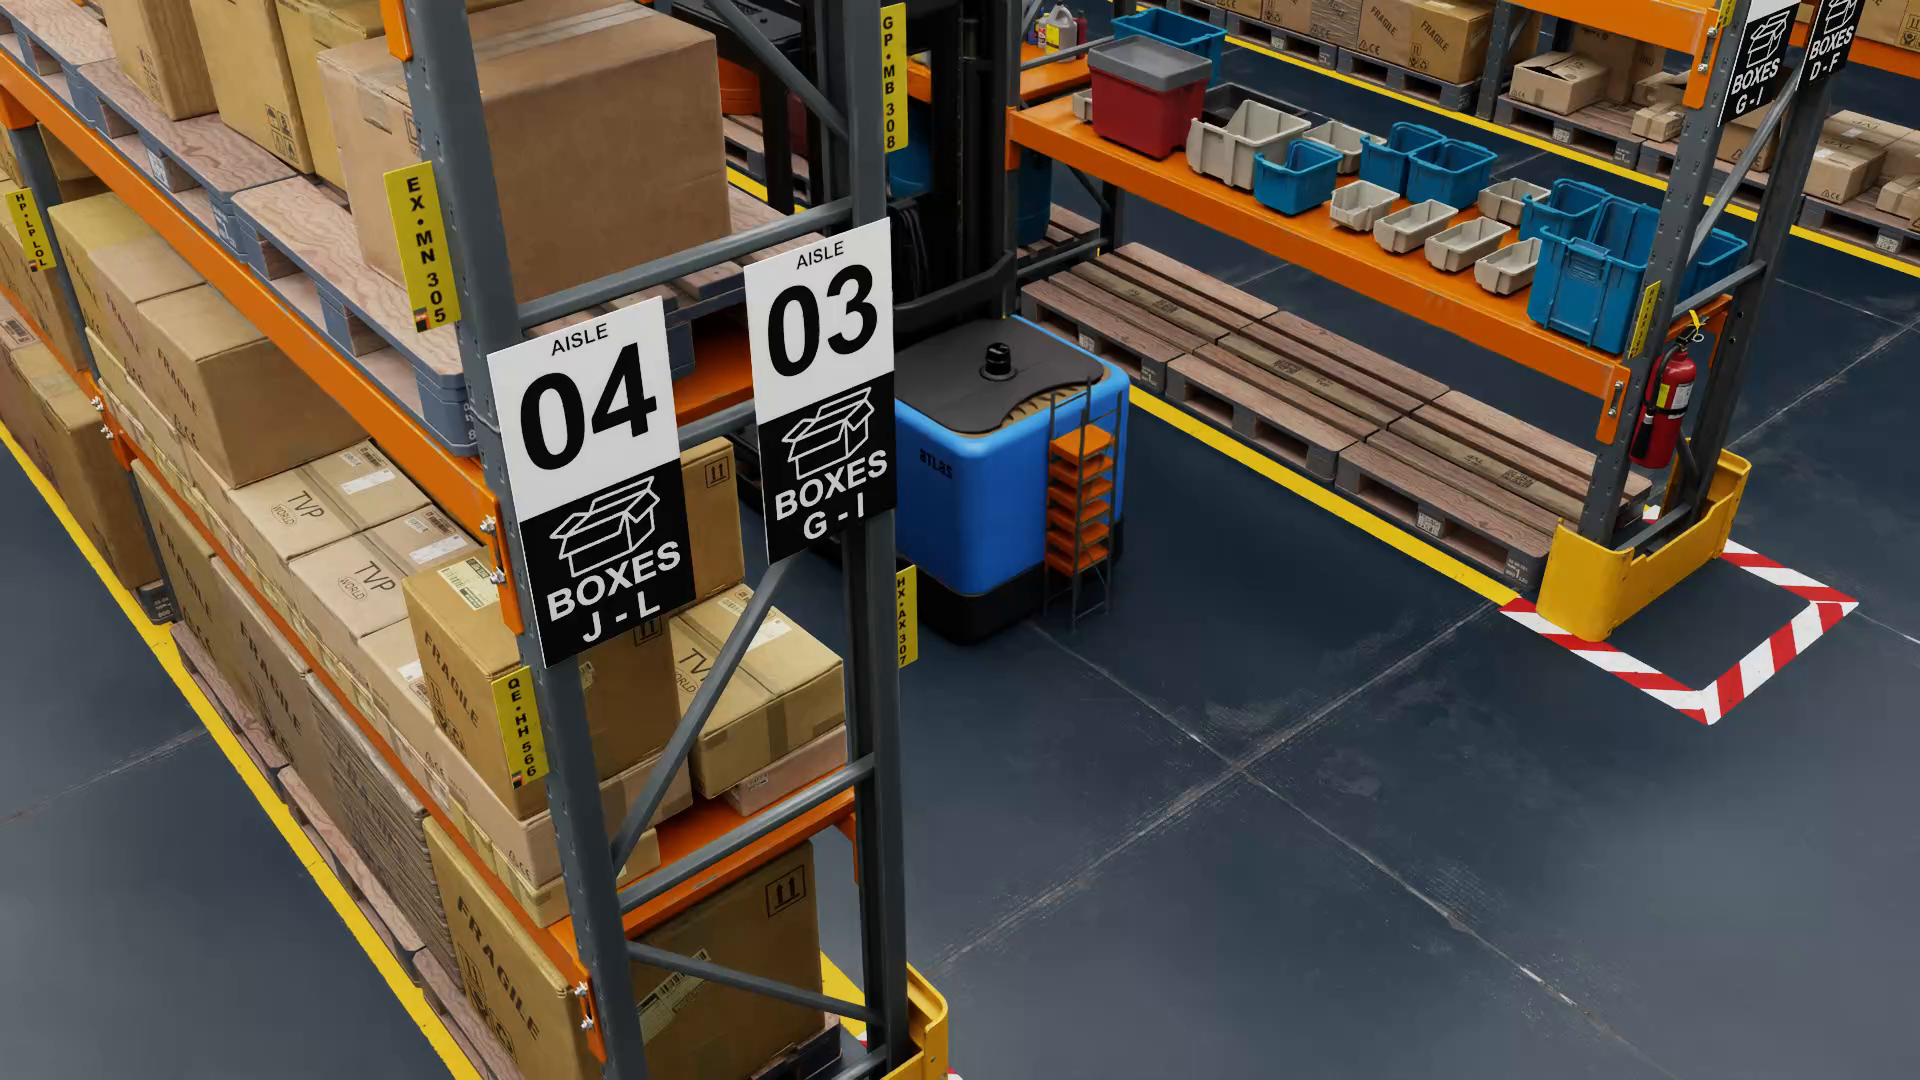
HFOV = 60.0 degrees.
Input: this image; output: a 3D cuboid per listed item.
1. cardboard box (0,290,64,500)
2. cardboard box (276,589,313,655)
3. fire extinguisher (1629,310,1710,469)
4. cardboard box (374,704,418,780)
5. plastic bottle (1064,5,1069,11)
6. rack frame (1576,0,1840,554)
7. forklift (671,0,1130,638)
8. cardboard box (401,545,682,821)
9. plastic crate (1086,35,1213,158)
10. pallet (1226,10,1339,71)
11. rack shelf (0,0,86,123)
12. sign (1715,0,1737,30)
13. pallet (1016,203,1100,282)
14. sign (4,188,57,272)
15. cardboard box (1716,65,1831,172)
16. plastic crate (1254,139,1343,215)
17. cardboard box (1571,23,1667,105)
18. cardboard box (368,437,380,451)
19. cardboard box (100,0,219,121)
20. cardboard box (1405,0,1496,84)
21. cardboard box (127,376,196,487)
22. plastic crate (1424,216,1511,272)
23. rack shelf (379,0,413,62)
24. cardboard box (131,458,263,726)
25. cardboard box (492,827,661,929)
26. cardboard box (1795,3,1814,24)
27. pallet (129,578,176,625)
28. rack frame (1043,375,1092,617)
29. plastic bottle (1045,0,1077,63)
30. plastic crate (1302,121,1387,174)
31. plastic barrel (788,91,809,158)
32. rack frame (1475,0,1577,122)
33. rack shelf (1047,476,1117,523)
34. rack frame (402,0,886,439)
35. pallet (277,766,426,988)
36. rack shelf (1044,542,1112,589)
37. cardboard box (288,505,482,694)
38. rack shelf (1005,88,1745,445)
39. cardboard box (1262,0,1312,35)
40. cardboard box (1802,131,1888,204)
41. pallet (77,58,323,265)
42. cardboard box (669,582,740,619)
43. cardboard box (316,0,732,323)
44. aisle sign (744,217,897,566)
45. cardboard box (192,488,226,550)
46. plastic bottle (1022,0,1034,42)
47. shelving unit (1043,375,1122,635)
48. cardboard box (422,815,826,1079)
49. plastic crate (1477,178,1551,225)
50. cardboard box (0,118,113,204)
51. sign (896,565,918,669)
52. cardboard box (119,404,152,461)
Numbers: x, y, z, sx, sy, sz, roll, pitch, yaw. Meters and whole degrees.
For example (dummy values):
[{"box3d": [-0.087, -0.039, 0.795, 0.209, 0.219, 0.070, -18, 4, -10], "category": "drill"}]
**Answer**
[{"box3d": [-4.172, -0.933, 8.446, 1.225, 0.875, 0.875, -28, 44, -33], "category": "cardboard box"}, {"box3d": [-2.053, 0.200, 5.589, 0.380, 0.149, 0.250, -25, 42, -31], "category": "cardboard box"}, {"box3d": [2.948, -0.620, 6.920, 0.296, 0.674, 0.183, -26, 43, -32], "category": "fire extinguisher"}, {"box3d": [-1.558, 0.539, 5.111, 0.380, 0.149, 0.250, -25, 42, -31], "category": "cardboard box"}, {"box3d": [0.620, -3.139, 10.187, 0.061, 0.283, 0.133, -26, 43, -32], "category": "plastic bottle"}, {"box3d": [3.198, -1.040, 7.123, 1.000, 3.000, 0.127, -26, 43, -32], "category": "rack frame"}, {"box3d": [-0.571, -1.523, 7.864, 1.130, 2.935, 3.031, -27, 43, -33], "category": "forklift"}, {"box3d": [-1.101, 0.324, 4.421, 0.500, 0.500, 0.500, -25, 43, -31], "category": "cardboard box"}, {"box3d": [1.002, -2.369, 8.893, 0.402, 0.464, 0.583, -26, 43, -32], "category": "plastic crate"}, {"box3d": [3.058, -4.398, 14.277, 1.003, 0.211, 1.213, -26, 43, -32], "category": "pallet"}, {"box3d": [-4.457, -2.772, 7.596, 1.077, 0.370, 4.000, -26, 43, -32], "category": "rack shelf"}, {"box3d": [2.788, -2.009, 5.987, 0.100, 0.325, 0.005, -26, 43, -32], "category": "sign"}, {"box3d": [0.151, -2.025, 10.926, 1.003, 0.211, 1.213, -26, 43, -32], "category": "pallet"}, {"box3d": [-3.575, -1.192, 6.405, 0.100, 0.325, 0.005, -26, 43, -32], "category": "sign"}, {"box3d": [5.620, -2.985, 11.649, 0.797, 0.503, 0.637, -26, 43, -32], "category": "cardboard box"}, {"box3d": [1.677, -1.807, 8.300, 0.416, 0.233, 0.300, -26, 43, -32], "category": "plastic crate"}, {"box3d": [4.988, -3.666, 12.613, 0.500, 0.500, 0.500, -26, 43, -32], "category": "cardboard box"}, {"box3d": [-2.016, -0.469, 6.190, 0.500, 0.250, 0.500, -25, 42, -31], "category": "cardboard box"}, {"box3d": [-2.043, -1.590, 4.768, 0.700, 0.500, 0.500, -24, 42, -30], "category": "cardboard box"}, {"box3d": [3.866, -3.922, 12.975, 0.500, 0.500, 0.500, -26, 43, -32], "category": "cardboard box"}, {"box3d": [-2.746, -0.493, 6.223, 0.500, 0.250, 0.500, -26, 43, -32], "category": "cardboard box"}, {"box3d": [2.358, -1.383, 7.784, 0.396, 0.136, 0.243, -26, 43, -32], "category": "plastic crate"}, {"box3d": [-1.876, -2.067, 4.351, 1.077, 0.370, 4.000, -26, 43, -32], "category": "rack shelf"}, {"box3d": [-2.802, 0.058, 7.048, 0.875, 0.875, 0.875, -26, 43, -32], "category": "cardboard box"}, {"box3d": [-1.067, 0.875, 4.636, 0.380, 0.149, 0.250, -25, 42, -31], "category": "cardboard box"}, {"box3d": [5.507, -3.696, 10.786, 0.500, 0.500, 0.500, -27, 43, -32], "category": "cardboard box"}, {"box3d": [-3.722, -0.134, 8.256, 1.003, 0.211, 1.213, -26, 43, -32], "category": "pallet"}, {"box3d": [0.478, -0.179, 7.464, 0.240, 1.200, 0.006, -27, 43, -33], "category": "rack frame"}, {"box3d": [0.611, -3.080, 10.047, 0.144, 0.351, 0.185, -26, 43, -32], "category": "plastic bottle"}, {"box3d": [1.970, -2.066, 8.749, 0.293, 0.136, 0.466, -26, 43, -32], "category": "plastic crate"}, {"box3d": [-0.907, -3.051, 11.686, 0.600, 0.588, 0.708, -26, 43, -32], "category": "plastic barrel"}, {"box3d": [4.403, -4.652, 12.223, 1.000, 3.000, 0.127, -26, 43, -32], "category": "rack frame"}, {"box3d": [0.538, -0.201, 7.365, 0.258, 0.103, 0.180, -27, 43, -33], "category": "rack shelf"}, {"box3d": [-0.585, -1.641, 2.781, 1.000, 3.000, 0.127, -26, 43, -32], "category": "rack frame"}, {"box3d": [-1.944, 1.083, 6.538, 1.003, 0.211, 1.213, -26, 43, -32], "category": "pallet"}, {"box3d": [0.538, 0.093, 7.573, 0.258, 0.103, 0.180, -27, 43, -33], "category": "rack shelf"}, {"box3d": [-1.756, 0.183, 5.268, 0.500, 0.250, 0.500, -28, 44, -33], "category": "cardboard box"}, {"box3d": [1.908, -1.630, 8.578, 1.077, 0.370, 4.000, -26, 43, -32], "category": "rack shelf"}, {"box3d": [2.900, -4.589, 13.917, 0.500, 0.500, 0.500, -28, 44, -33], "category": "cardboard box"}, {"box3d": [5.855, -2.522, 11.214, 0.500, 0.250, 0.500, -26, 43, -32], "category": "cardboard box"}, {"box3d": [-1.864, -1.243, 4.892, 1.003, 0.211, 1.213, -26, 43, -32], "category": "pallet"}, {"box3d": [-1.029, 0.207, 5.234, 0.500, 0.250, 0.500, -27, 43, -32], "category": "cardboard box"}, {"box3d": [-0.962, -0.880, 3.765, 0.700, 0.500, 0.500, -29, 44, -34], "category": "cardboard box"}, {"box3d": [-0.310, -0.334, 3.877, 0.394, 0.787, 0.004, -26, 43, -32], "category": "aisle sign"}, {"box3d": [-2.554, -0.141, 6.072, 0.380, 0.149, 0.250, -27, 43, -32], "category": "cardboard box"}, {"box3d": [0.373, -3.264, 10.370, 0.152, 0.276, 0.135, -26, 43, -32], "category": "plastic bottle"}, {"box3d": [0.538, -0.139, 7.409, 0.258, 1.200, 0.189, -27, 43, -33], "category": "shelving unit"}, {"box3d": [-1.059, 1.250, 5.365, 0.875, 0.875, 0.875, -26, 43, -32], "category": "cardboard box"}, {"box3d": [2.709, -1.661, 8.176, 0.250, 0.136, 0.298, -26, 43, -32], "category": "plastic crate"}, {"box3d": [-3.585, -1.688, 7.084, 0.797, 0.503, 0.637, -27, 43, -33], "category": "cardboard box"}, {"box3d": [-0.158, 0.217, 4.531, 0.100, 0.325, 0.005, -26, 43, -32], "category": "sign"}, {"box3d": [-3.060, -0.486, 6.558, 0.380, 0.149, 0.250, -28, 44, -33], "category": "cardboard box"}]
